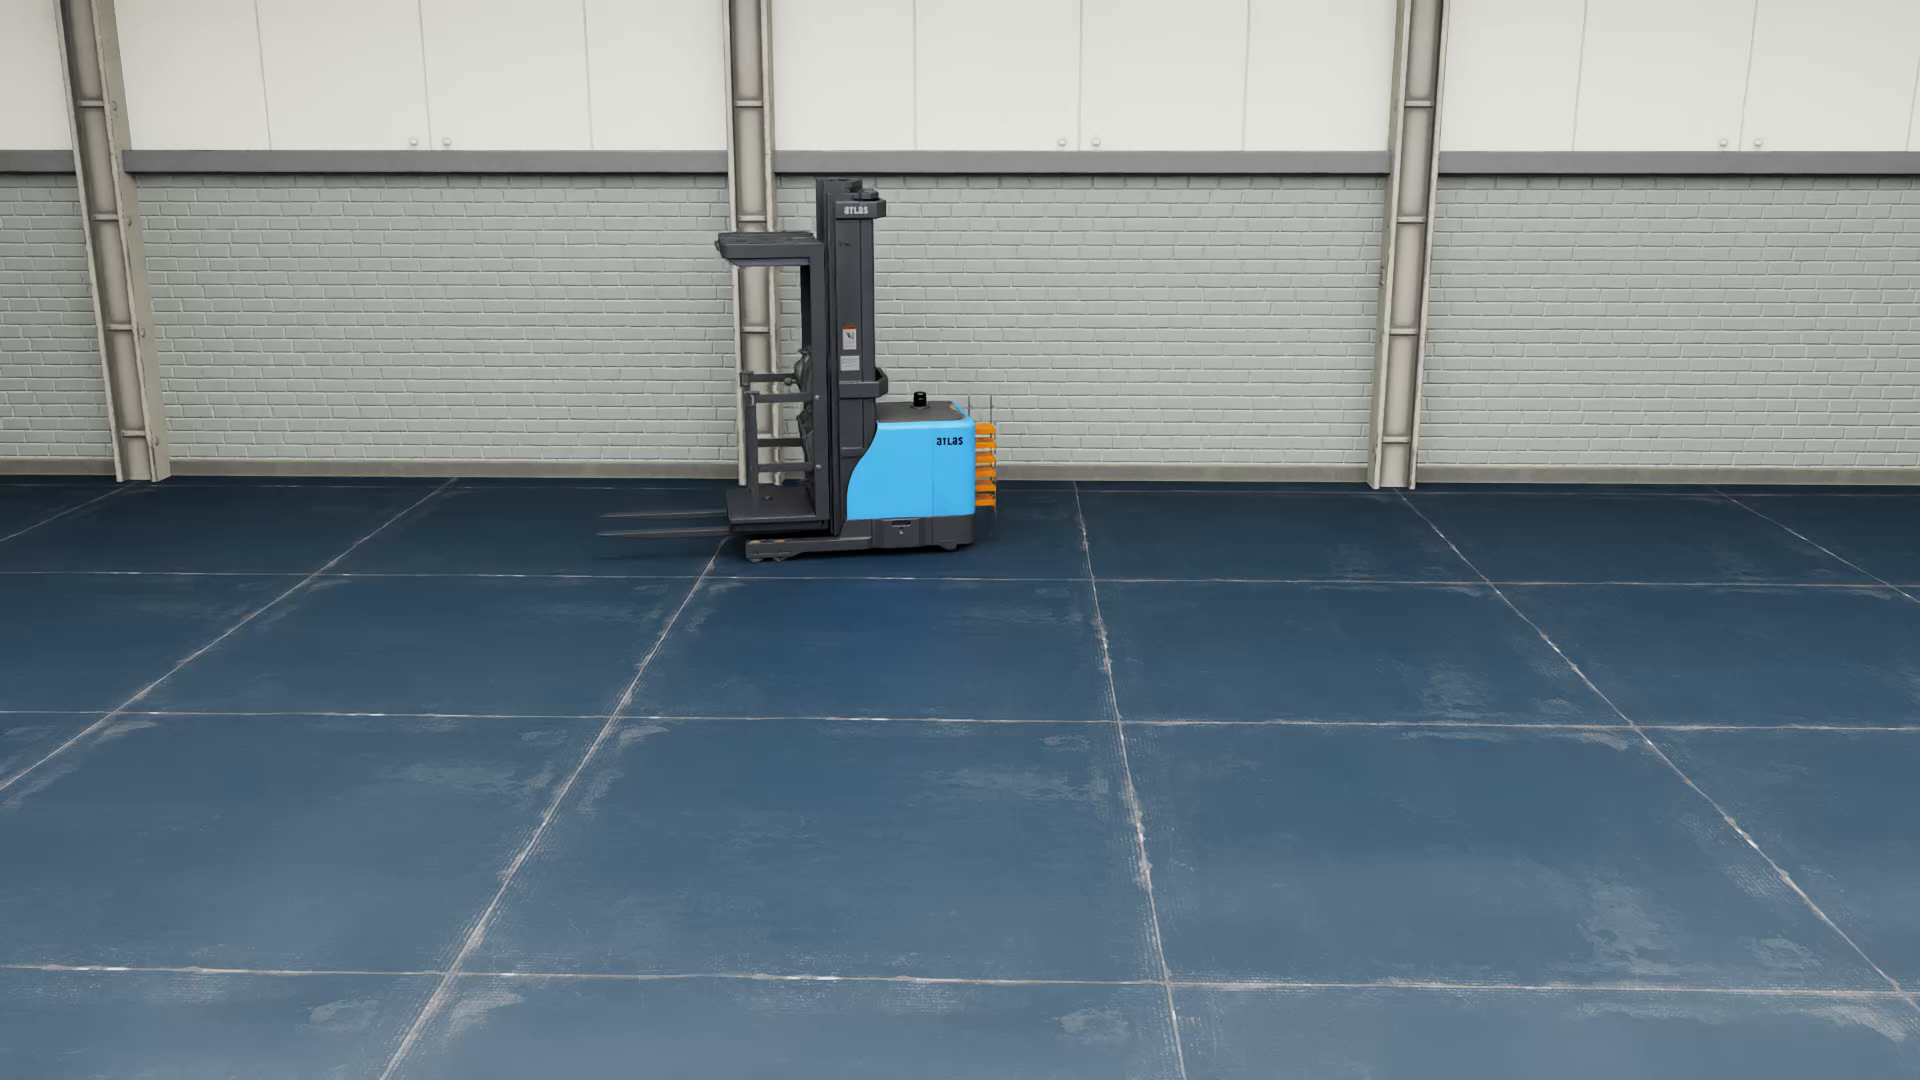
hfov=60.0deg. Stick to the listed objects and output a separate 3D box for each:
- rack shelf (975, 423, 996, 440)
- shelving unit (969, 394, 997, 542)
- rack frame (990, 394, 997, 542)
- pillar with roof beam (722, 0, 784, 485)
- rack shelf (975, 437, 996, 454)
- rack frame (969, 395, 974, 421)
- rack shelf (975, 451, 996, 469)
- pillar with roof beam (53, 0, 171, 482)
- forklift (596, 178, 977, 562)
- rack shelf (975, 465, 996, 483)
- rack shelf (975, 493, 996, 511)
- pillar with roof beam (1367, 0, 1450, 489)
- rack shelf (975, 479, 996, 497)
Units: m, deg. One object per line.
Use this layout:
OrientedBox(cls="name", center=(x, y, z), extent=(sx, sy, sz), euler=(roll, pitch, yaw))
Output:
OrientedBox(cls="rack shelf", center=(0.184, -0.894, 13.640), extent=(0.180, 0.103, 0.258), euler=(-2, 15, -9))
OrientedBox(cls="shelving unit", center=(0.184, -0.589, 13.720), extent=(0.189, 1.200, 0.258), euler=(-2, 15, -9))
OrientedBox(cls="rack frame", center=(0.274, -0.593, 13.735), extent=(0.006, 1.200, 0.240), euler=(-2, 15, -9))
OrientedBox(cls="pillar with roof beam", center=(-2.012, -3.814, 10.655), extent=(0.400, 9.000, 9.100), euler=(0, 15, 1))
OrientedBox(cls="rack shelf", center=(0.184, -0.778, 13.670), extent=(0.180, 0.103, 0.258), euler=(-2, 15, -9))
OrientedBox(cls="rack frame", center=(0.093, -0.585, 13.706), extent=(0.006, 1.200, 0.240), euler=(-2, 15, -9))
OrientedBox(cls="rack shelf", center=(0.184, -0.662, 13.701), extent=(0.180, 0.103, 0.258), euler=(-2, 15, -9))
OrientedBox(cls="pillar with roof beam", center=(-8.010, -3.853, 10.803), extent=(0.400, 9.000, 9.100), euler=(0, 15, 1))
OrientedBox(cls="forklift", center=(-1.429, -1.388, 13.357), extent=(3.031, 2.935, 1.130), euler=(-2, 15, -9))
OrientedBox(cls="rack shelf", center=(0.184, -0.546, 13.731), extent=(0.180, 0.103, 0.258), euler=(-2, 15, -9))
OrientedBox(cls="rack shelf", center=(0.184, -0.314, 13.793), extent=(0.180, 0.103, 0.258), euler=(-2, 15, -9))
OrientedBox(cls="pillar with roof beam", center=(3.986, -3.775, 10.507), extent=(0.400, 9.000, 9.100), euler=(0, 15, 1))
OrientedBox(cls="rack shelf", center=(0.184, -0.430, 13.762), extent=(0.180, 0.103, 0.258), euler=(-2, 15, -9))
